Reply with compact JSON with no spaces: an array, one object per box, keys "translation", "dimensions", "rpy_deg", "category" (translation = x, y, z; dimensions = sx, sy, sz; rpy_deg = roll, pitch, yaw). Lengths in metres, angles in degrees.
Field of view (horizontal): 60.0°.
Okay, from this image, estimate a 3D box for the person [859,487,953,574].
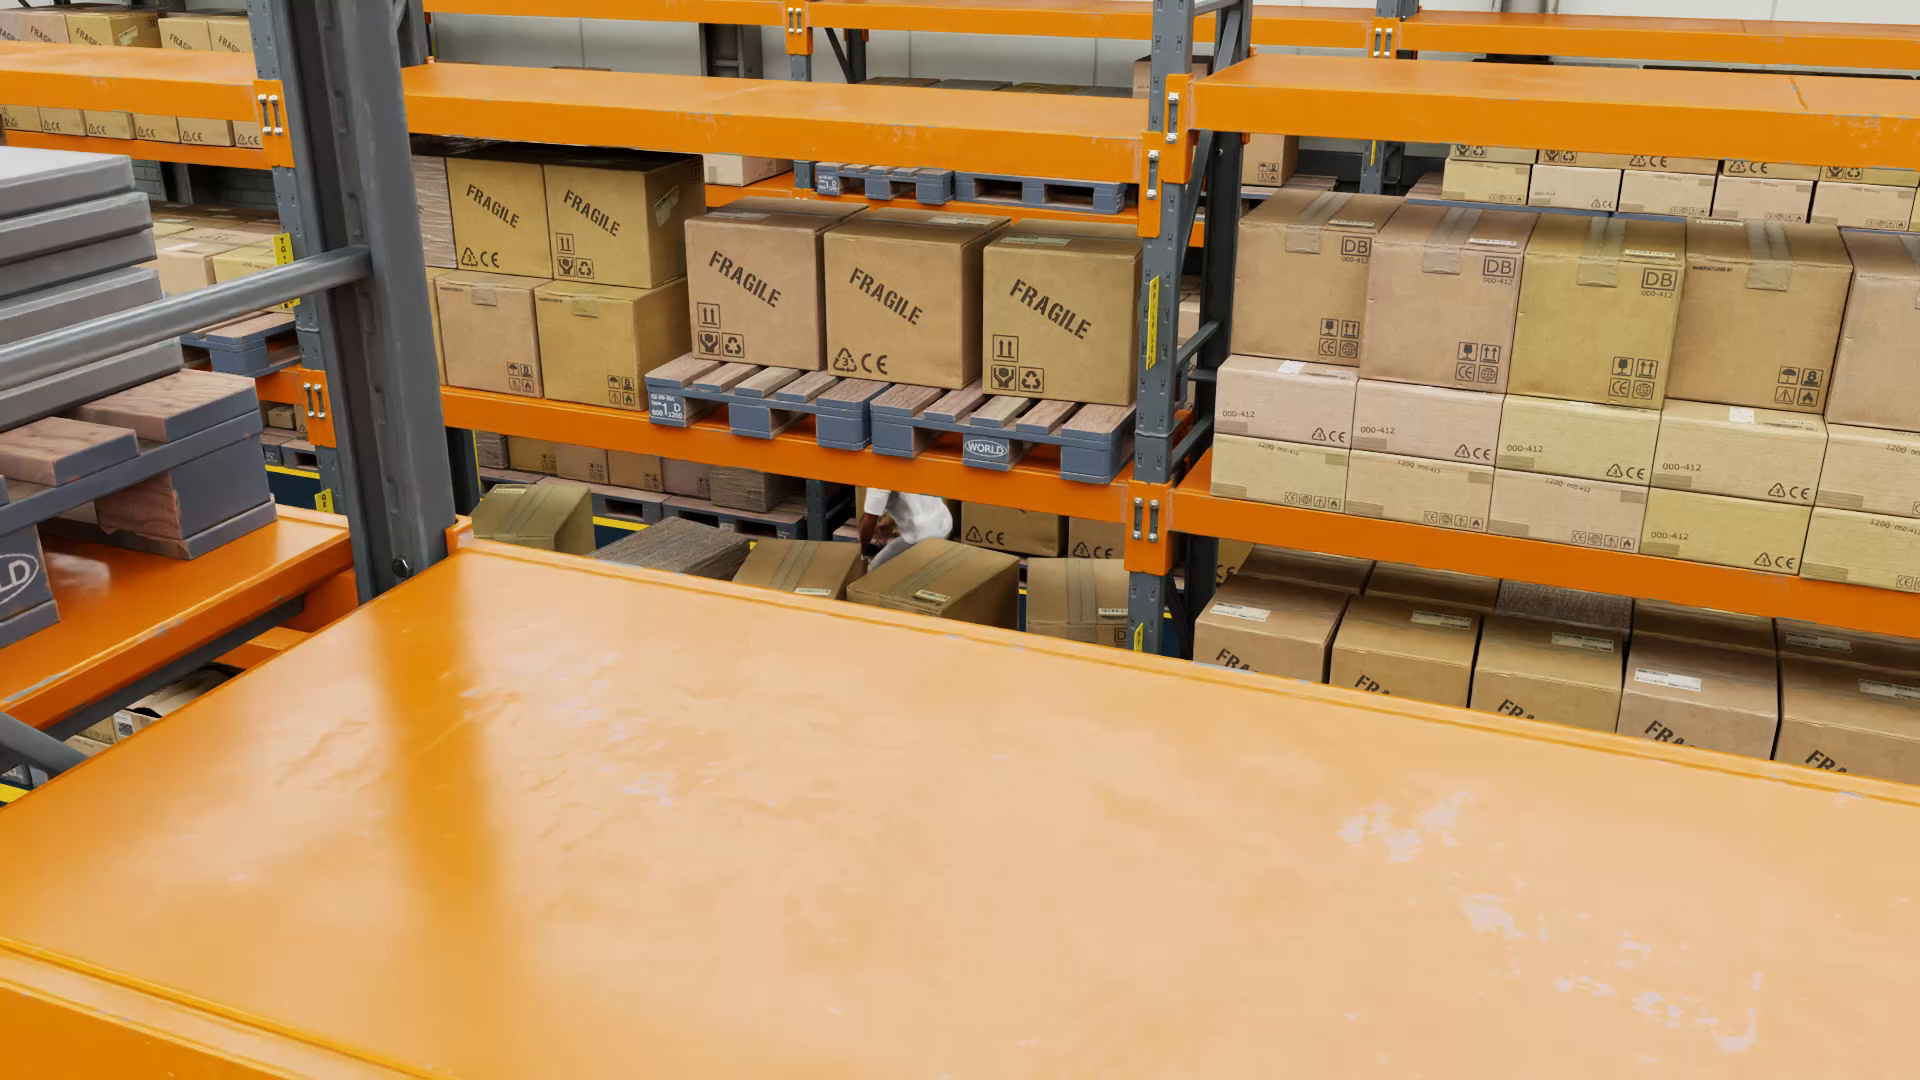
[{"translation":[-0.438,-0.049,11.427],"dimensions":[0.727,1.458,0.630],"rpy_deg":[9,24,21],"category":"person"}]
